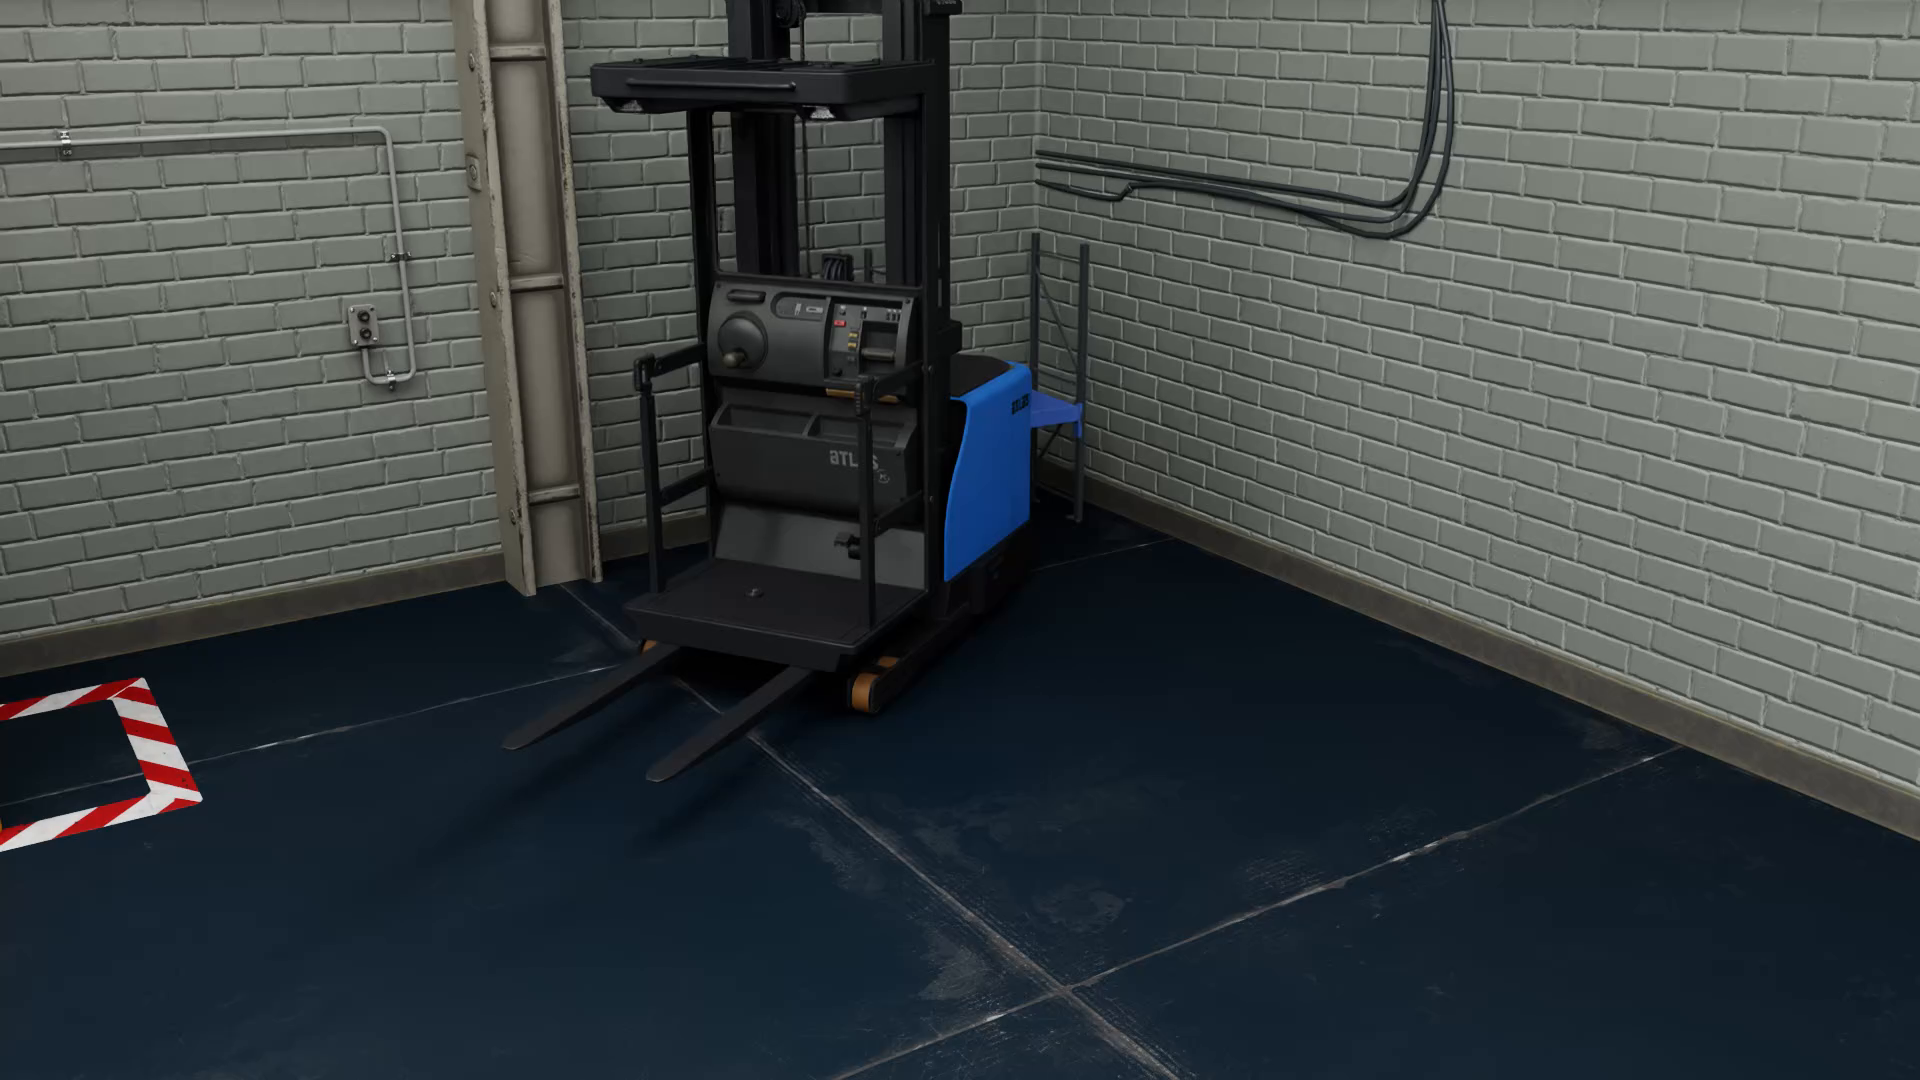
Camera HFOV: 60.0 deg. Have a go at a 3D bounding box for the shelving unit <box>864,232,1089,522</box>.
[{"bbox_3d":[0.090,-0.794,8.752,1.048,1.500,0.538,-11,22,-29],"label":"shelving unit"}]

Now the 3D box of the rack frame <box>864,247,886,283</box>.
[{"bbox_3d":[-0.346,-0.710,8.504,0.032,1.500,0.500,-11,22,-29],"label":"rack frame"}]

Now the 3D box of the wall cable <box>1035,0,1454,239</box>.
[{"bbox_3d":[1.146,-2.791,7.799,0.112,2.526,3.097,-12,22,-31],"label":"wall cable"}]

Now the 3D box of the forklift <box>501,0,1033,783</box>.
[{"bbox_3d":[-0.707,-0.845,6.668,1.130,2.935,3.031,8,20,23],"label":"forklift"}]

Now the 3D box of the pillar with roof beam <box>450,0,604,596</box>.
[{"bbox_3d":[0.373,-2.917,3.323,0.400,9.000,9.100,-12,22,-31],"label":"pillar with roof beam"}]

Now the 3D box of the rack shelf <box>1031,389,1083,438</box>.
[{"bbox_3d":[0.090,-0.624,8.810,1.000,0.185,0.538,-11,22,-29],"label":"rack shelf"}]

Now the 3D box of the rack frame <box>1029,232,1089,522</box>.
[{"bbox_3d":[0.525,-0.878,9.001,0.032,1.500,0.500,-11,22,-29],"label":"rack frame"}]

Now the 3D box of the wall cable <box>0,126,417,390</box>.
[{"bbox_3d":[-3.225,-1.480,6.851,1.851,1.984,0.084,-12,22,-31],"label":"wall cable"}]

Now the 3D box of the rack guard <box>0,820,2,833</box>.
[{"bbox_3d":[-3.754,0.660,6.011,0.348,0.500,1.175,-12,22,-31],"label":"rack guard"}]
